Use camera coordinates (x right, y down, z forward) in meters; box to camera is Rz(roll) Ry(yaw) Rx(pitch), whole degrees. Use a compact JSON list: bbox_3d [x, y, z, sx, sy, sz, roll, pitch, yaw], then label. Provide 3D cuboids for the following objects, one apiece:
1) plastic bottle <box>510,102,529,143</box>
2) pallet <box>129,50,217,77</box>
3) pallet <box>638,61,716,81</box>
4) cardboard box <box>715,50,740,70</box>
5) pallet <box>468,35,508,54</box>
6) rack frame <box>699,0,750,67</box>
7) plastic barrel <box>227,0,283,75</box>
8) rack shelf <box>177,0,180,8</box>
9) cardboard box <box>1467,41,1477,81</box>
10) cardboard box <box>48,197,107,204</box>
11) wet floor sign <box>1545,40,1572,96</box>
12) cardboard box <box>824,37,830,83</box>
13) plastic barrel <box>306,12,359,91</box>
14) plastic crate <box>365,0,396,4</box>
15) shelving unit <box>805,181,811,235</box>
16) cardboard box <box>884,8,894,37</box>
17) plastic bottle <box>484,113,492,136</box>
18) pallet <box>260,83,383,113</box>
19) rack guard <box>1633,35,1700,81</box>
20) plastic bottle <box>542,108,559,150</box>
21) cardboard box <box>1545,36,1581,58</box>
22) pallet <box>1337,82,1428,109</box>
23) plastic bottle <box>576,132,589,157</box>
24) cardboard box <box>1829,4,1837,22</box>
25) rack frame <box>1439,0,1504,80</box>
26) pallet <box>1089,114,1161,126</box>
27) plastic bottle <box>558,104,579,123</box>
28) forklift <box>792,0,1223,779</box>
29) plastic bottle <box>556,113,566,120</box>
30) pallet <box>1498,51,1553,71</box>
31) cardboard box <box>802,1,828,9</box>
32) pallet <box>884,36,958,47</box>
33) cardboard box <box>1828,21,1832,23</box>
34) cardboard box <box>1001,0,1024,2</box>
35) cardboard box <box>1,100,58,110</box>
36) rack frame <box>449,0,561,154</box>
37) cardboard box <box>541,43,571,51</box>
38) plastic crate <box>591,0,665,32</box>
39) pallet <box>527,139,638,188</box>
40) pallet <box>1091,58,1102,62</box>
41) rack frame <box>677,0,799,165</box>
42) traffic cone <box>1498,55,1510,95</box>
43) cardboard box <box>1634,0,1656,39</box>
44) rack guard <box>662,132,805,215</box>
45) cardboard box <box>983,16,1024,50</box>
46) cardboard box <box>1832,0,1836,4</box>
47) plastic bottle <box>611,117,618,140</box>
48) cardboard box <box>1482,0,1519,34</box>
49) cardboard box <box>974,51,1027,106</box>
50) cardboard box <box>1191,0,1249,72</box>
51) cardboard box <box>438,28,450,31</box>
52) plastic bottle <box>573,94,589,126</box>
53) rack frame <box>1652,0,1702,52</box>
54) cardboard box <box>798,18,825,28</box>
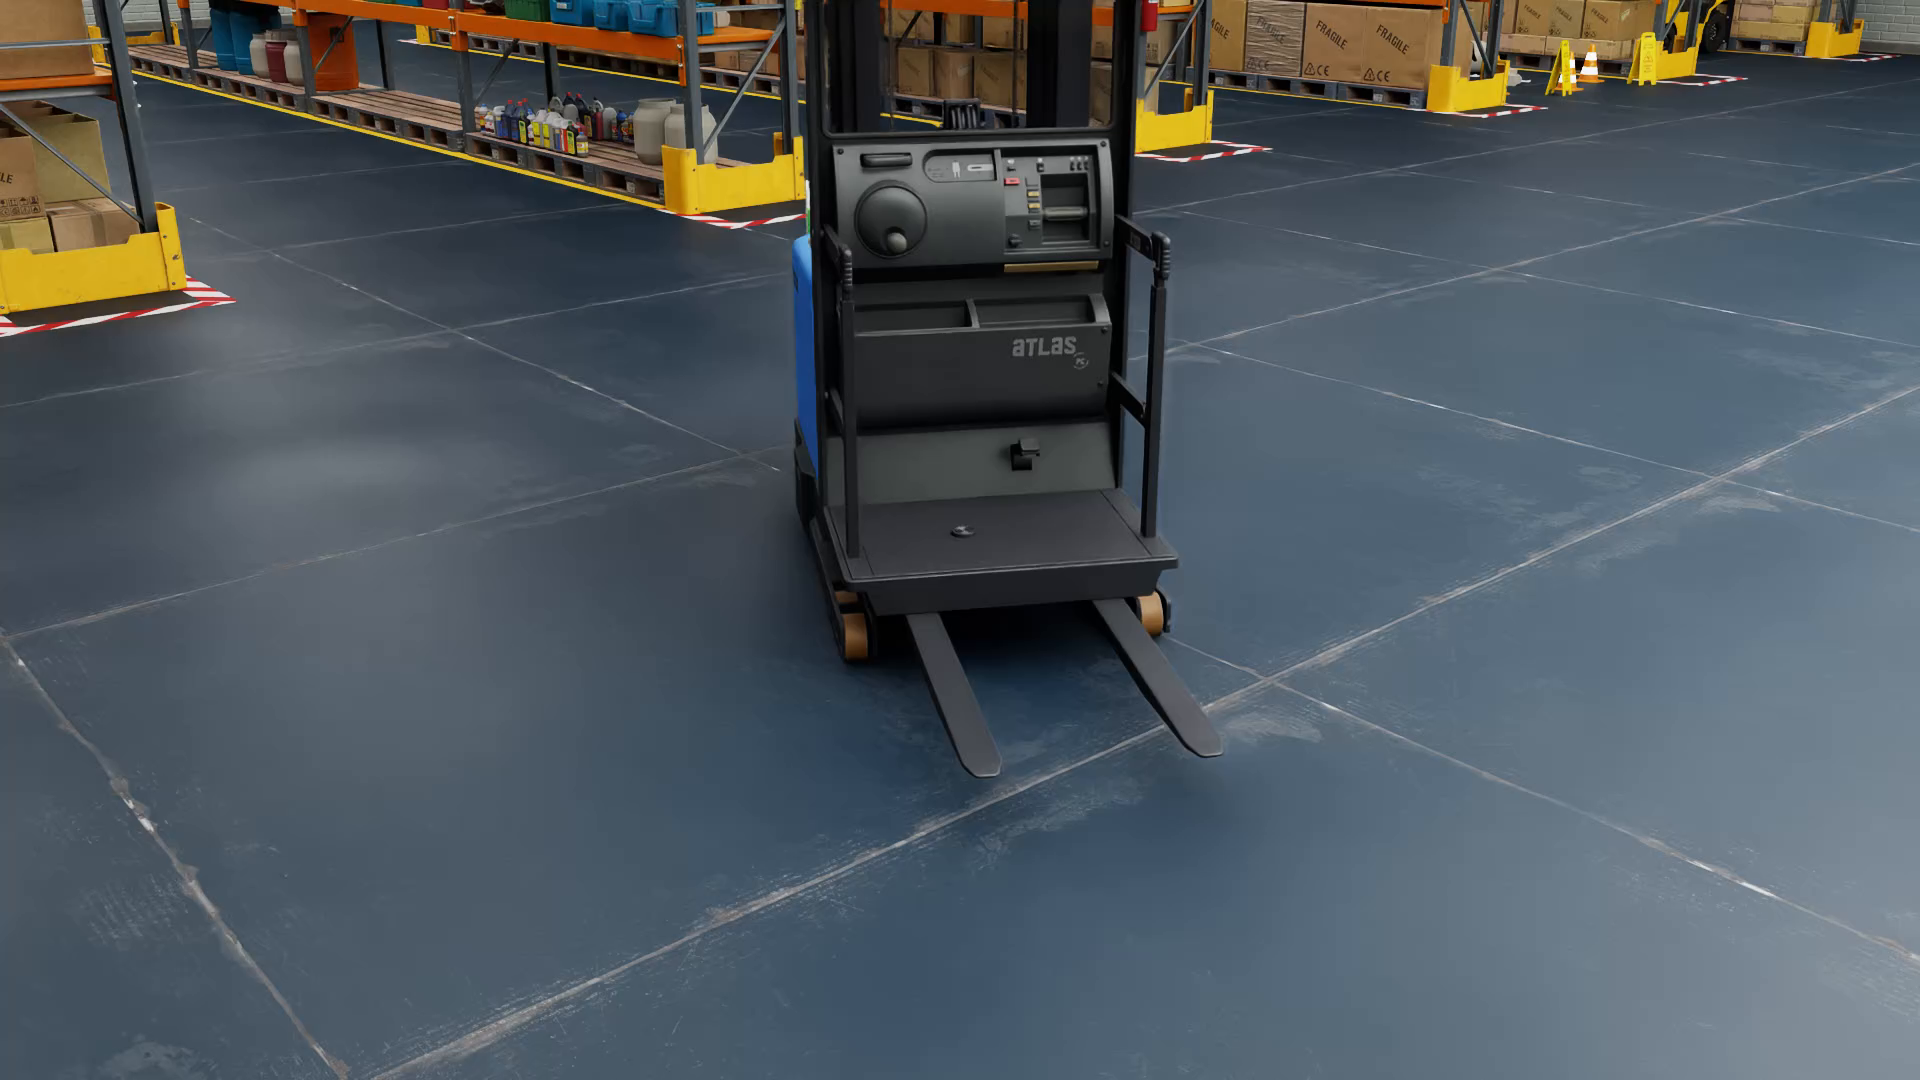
[{"bbox_3d":[-3.990,-3.798,15.098,0.144,0.351,0.185,-19,28,-40],"label":"plastic bottle"},{"bbox_3d":[-10.858,-6.644,23.158,1.003,0.211,1.213,-17,27,-37],"label":"pallet"},{"bbox_3d":[-3.642,-6.423,22.592,1.003,0.211,1.213,-17,27,-37],"label":"pallet"},{"bbox_3d":[-2.732,-6.346,21.397,0.700,0.500,0.500,-19,28,-40],"label":"cardboard box"},{"bbox_3d":[-7.033,-7.858,26.257,1.003,0.211,1.213,-17,27,-37],"label":"pallet"},{"bbox_3d":[-3.185,-7.485,21.482,1.000,3.000,0.127,-17,27,-37],"label":"rack frame"},{"bbox_3d":[-8.744,-6.280,20.706,0.600,0.901,0.708,-17,27,-37],"label":"plastic barrel"},{"bbox_3d":[-10.853,-7.629,22.835,1.077,0.370,4.000,-17,27,-37],"label":"rack shelf"},{"bbox_3d":[6.480,-6.354,22.017,0.637,0.503,0.797,3,22,9],"label":"cardboard box"},{"bbox_3d":[-5.981,-2.171,11.109,0.500,0.250,0.500,-17,27,-37],"label":"cardboard box"},{"bbox_3d":[7.380,-5.795,20.394,0.232,0.644,0.267,17,27,36],"label":"wet floor sign"},{"bbox_3d":[-1.255,-5.732,19.830,0.700,0.500,0.500,-18,27,-38],"label":"cardboard box"},{"bbox_3d":[-7.269,-5.622,19.125,0.600,0.830,0.708,-17,27,-37],"label":"plastic barrel"},{"bbox_3d":[-5.677,-5.516,16.745,0.450,0.188,0.662,-17,27,-37],"label":"plastic crate"},{"bbox_3d":[-0.406,-0.938,7.233,0.258,1.200,0.503,-18,28,-39],"label":"shelving unit"},{"bbox_3d":[-0.992,-8.220,26.210,0.500,0.500,0.500,-17,27,-37],"label":"cardboard box"},{"bbox_3d":[-4.384,-3.882,15.517,0.097,0.201,0.097,0,21,0],"label":"plastic bottle"},{"bbox_3d":[-7.483,-5.216,19.511,1.003,0.211,1.213,-17,27,-37],"label":"pallet"},{"bbox_3d":[9.495,-6.491,22.371,1.175,0.500,0.348,-17,27,-37],"label":"rack guard"},{"bbox_3d":[-3.591,-3.630,14.667,0.144,0.351,0.185,-16,27,-35],"label":"plastic bottle"},{"bbox_3d":[8.481,-6.854,23.064,0.500,0.250,0.500,-17,27,-37],"label":"cardboard box"},{"bbox_3d":[5.280,-5.332,19.807,1.003,0.211,1.213,-17,27,-37],"label":"pallet"},{"bbox_3d":[-3.246,-3.401,14.287,0.097,0.201,0.097,0,21,0],"label":"plastic bottle"},{"bbox_3d":[13.153,-8.144,25.673,0.500,0.250,0.500,-17,27,-36],"label":"cardboard box"},{"bbox_3d":[5.861,-6.428,18.782,1.000,3.000,0.127,-17,27,-37],"label":"rack frame"},{"bbox_3d":[1.484,-4.230,16.995,1.003,0.211,1.213,-17,27,-37],"label":"pallet"},{"bbox_3d":[-3.658,-3.933,15.544,0.152,0.276,0.135,-17,27,-37],"label":"plastic bottle"},{"bbox_3d":[0.090,-1.108,5.293,1.130,2.935,3.031,-4,22,-10],"label":"forklift"},{"bbox_3d":[-3.617,-3.688,14.919,0.152,0.276,0.135,-17,27,-37],"label":"plastic bottle"},{"bbox_3d":[8.200,-6.926,23.879,1.003,0.211,1.213,-17,27,-37],"label":"pallet"},{"bbox_3d":[-2.402,-8.925,27.674,0.380,0.149,0.250,-17,27,-36],"label":"cardboard box"},{"bbox_3d":[-0.662,-7.893,26.346,1.003,0.211,1.213,-17,27,-37],"label":"pallet"},{"bbox_3d":[13.130,-7.914,25.772,0.500,0.250,0.500,-17,27,-37],"label":"cardboard box"},{"bbox_3d":[0.636,-5.577,16.954,0.380,0.149,0.250,-17,27,-37],"label":"cardboard box"},{"bbox_3d":[-6.629,-2.798,11.682,0.500,0.500,0.500,-17,27,-37],"label":"cardboard box"},{"bbox_3d":[-4.326,-5.201,15.650,1.000,3.000,0.127,-17,27,-37],"label":"rack frame"},{"bbox_3d":[-5.363,-7.624,24.175,1.225,0.875,0.875,-17,27,-37],"label":"cardboard box"},{"bbox_3d":[-2.688,-4.274,13.488,0.499,0.251,0.408,-17,27,-37],"label":"plastic crate"},{"bbox_3d":[-3.119,-3.370,14.798,1.003,0.211,1.213,-17,27,-37],"label":"pallet"},{"bbox_3d":[1.888,-6.767,23.472,1.003,0.211,1.213,-17,27,-37],"label":"pallet"},{"bbox_3d":[-1.715,-4.096,12.828,1.000,3.000,0.127,-17,27,-37],"label":"rack frame"},{"bbox_3d":[6.590,-5.731,20.482,0.336,0.463,0.334,-17,27,-37],"label":"traffic cone"},{"bbox_3d":[9.212,-7.194,22.903,0.500,0.500,0.500,-19,28,-39],"label":"cardboard box"},{"bbox_3d":[-1.800,-2.942,13.309,1.175,0.500,0.348,-17,27,-37],"label":"rack guard"},{"bbox_3d":[0.968,-7.596,24.275,1.050,0.750,0.750,-18,28,-38],"label":"cardboard box"},{"bbox_3d":[13.132,-8.375,25.578,0.500,0.250,0.500,-18,28,-38],"label":"cardboard box"},{"bbox_3d":[-3.150,-3.779,15.254,0.097,0.201,0.097,0,21,0],"label":"plastic bottle"},{"bbox_3d":[7.810,-7.488,23.654,0.500,0.500,0.500,-16,26,-35],"label":"cardboard box"},{"bbox_3d":[0.501,-4.982,17.943,0.500,0.500,0.500,19,29,40],"label":"cardboard box"},{"bbox_3d":[3.607,-6.549,21.428,0.875,0.875,0.875,-17,27,-37],"label":"cardboard box"},{"bbox_3d":[-7.928,-8.744,27.033,0.875,0.875,0.875,-17,27,-37],"label":"cardboard box"},{"bbox_3d":[-3.562,-4.010,15.638,0.144,0.351,0.185,-19,28,-40],"label":"plastic bottle"},{"bbox_3d":[9.545,-7.634,21.862,1.000,3.000,0.127,-17,27,-37],"label":"rack frame"},{"bbox_3d":[-2.486,-8.638,27.760,0.380,0.149,0.250,-17,27,-37],"label":"cardboard box"}]
